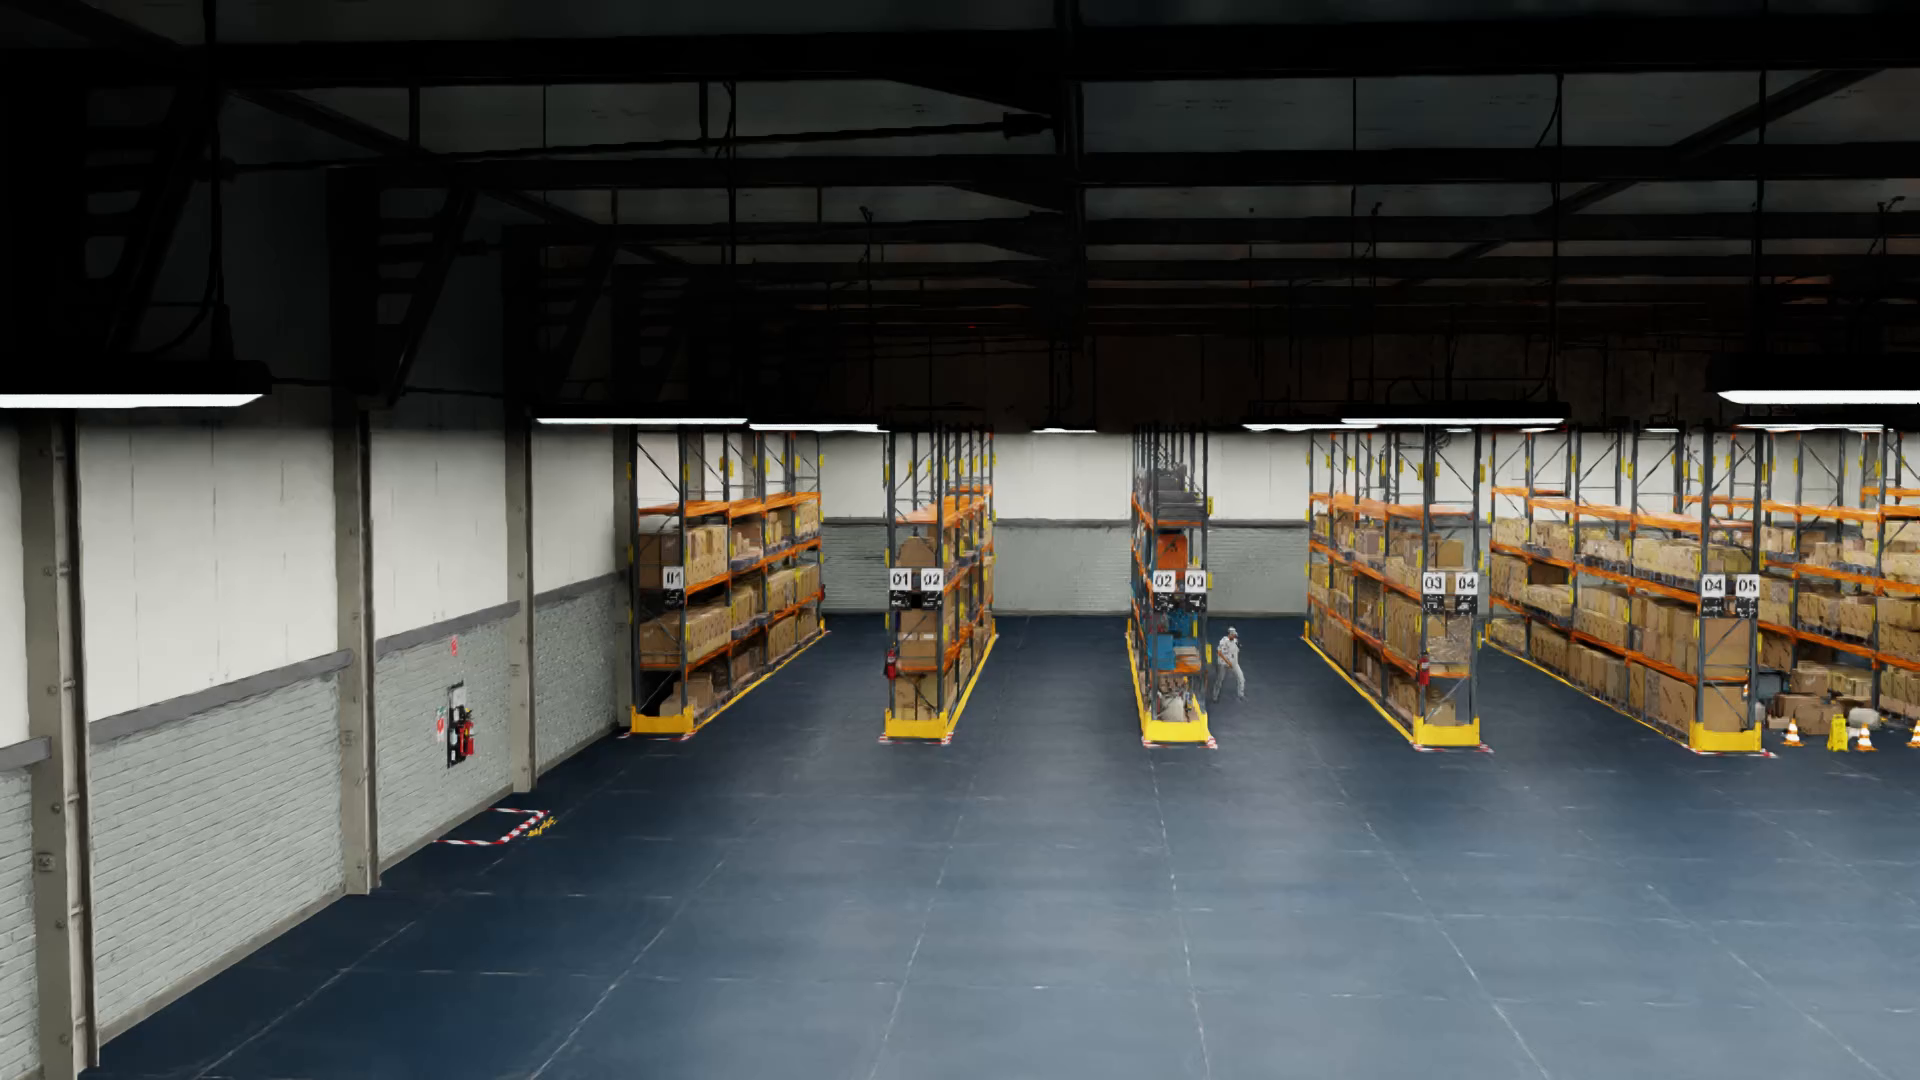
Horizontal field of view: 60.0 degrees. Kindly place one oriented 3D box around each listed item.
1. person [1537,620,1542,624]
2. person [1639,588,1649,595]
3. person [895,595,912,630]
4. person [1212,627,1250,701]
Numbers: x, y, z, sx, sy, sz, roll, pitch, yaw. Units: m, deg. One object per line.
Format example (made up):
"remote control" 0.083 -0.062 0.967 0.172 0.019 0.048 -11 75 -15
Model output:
"person" 16.911 1.791 48.203 0.713 1.785 0.556 -2 4 -25
"person" 17.870 2.072 43.487 0.548 1.770 0.607 1 4 22
"person" -1.566 1.808 48.824 0.560 1.637 0.731 3 5 40
"person" 5.797 2.658 35.772 0.661 1.600 0.782 -1 4 -18
